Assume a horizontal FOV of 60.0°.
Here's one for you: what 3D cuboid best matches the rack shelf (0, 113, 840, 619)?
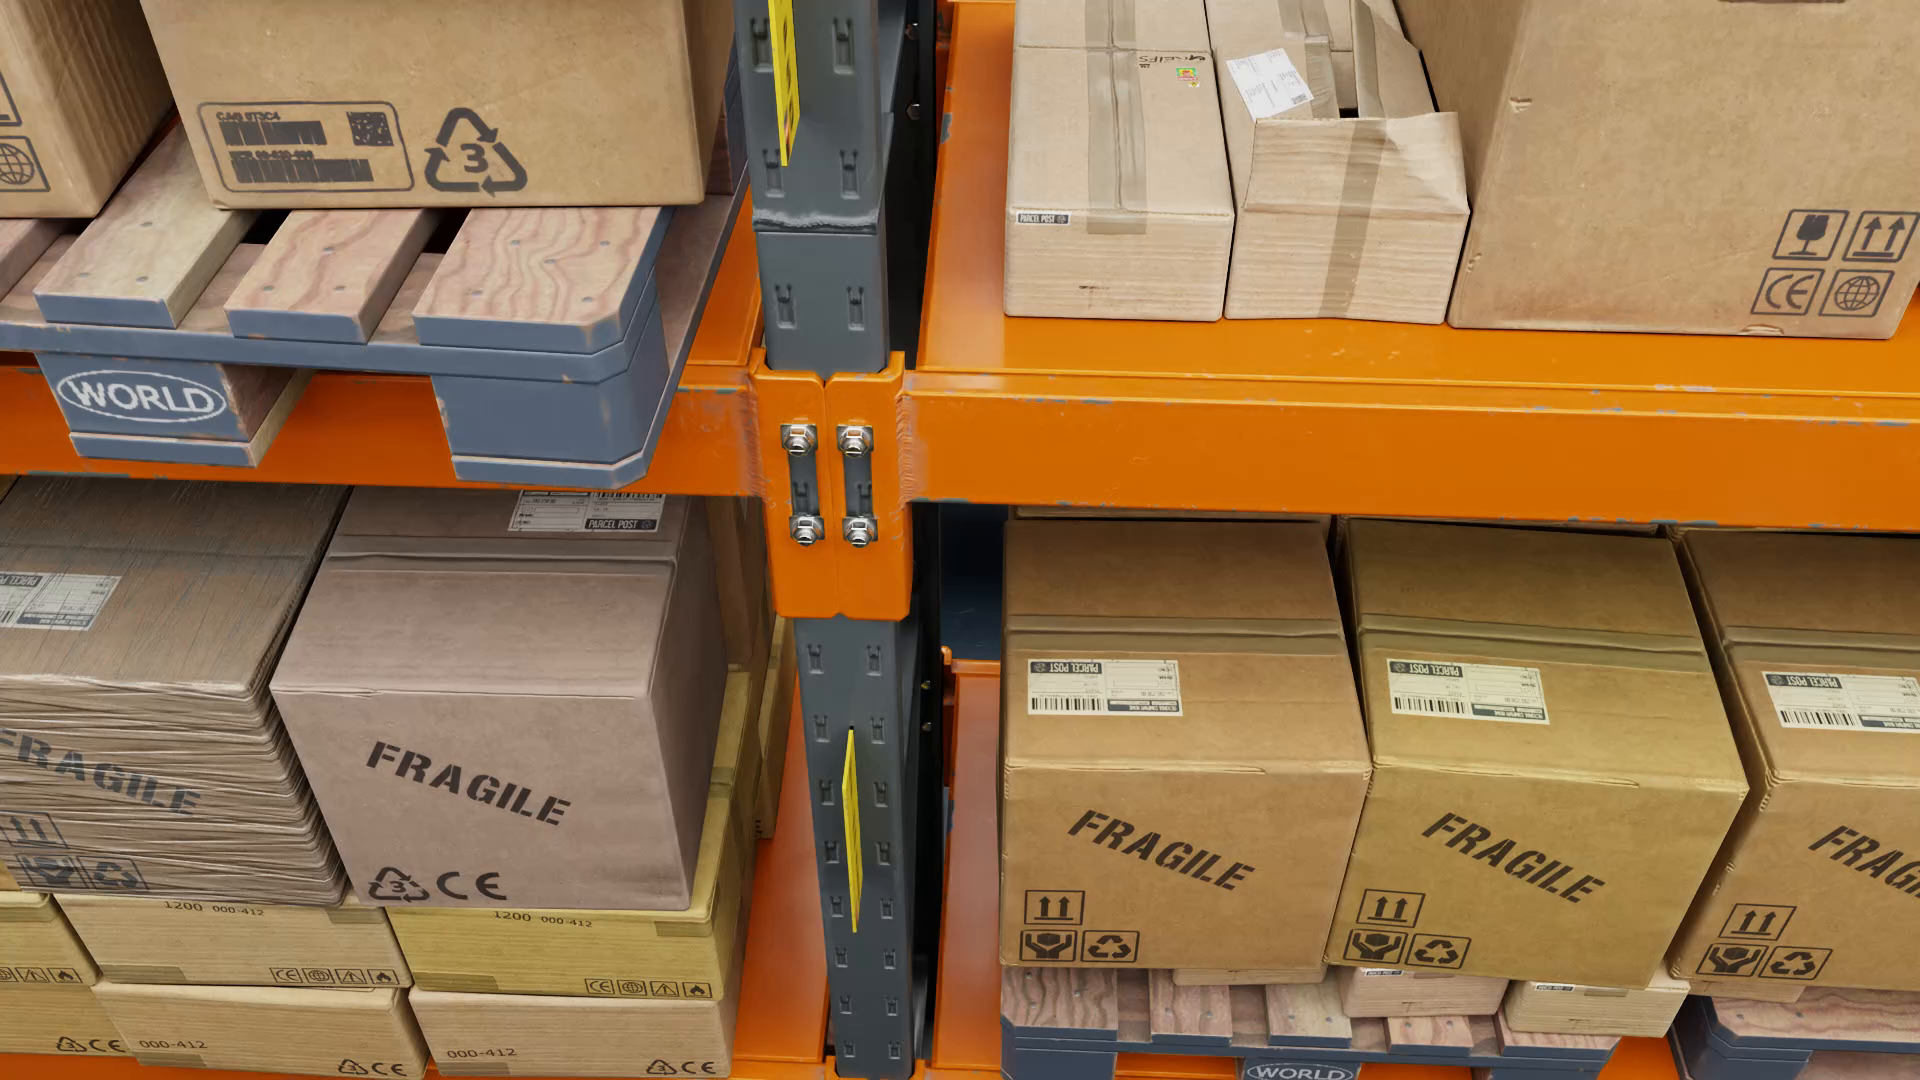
[{"bbox_3d":[-2.122,-0.449,2.358,4.000,0.370,1.077,2,43,2],"label":"rack shelf"}]

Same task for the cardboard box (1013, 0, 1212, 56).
[{"bbox_3d":[0.200,-0.692,2.276,0.250,0.149,0.380,2,43,2],"label":"cardboard box"}]

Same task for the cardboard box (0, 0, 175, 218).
[{"bbox_3d":[-1.122,-0.742,1.764,0.500,0.500,0.700,0,43,0],"label":"cardboard box"}]

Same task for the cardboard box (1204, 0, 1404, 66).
[{"bbox_3d":[0.449,-0.690,2.274,0.250,0.149,0.380,2,43,2],"label":"cardboard box"}]

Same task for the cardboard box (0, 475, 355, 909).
[{"bbox_3d":[-1.165,0.197,2.531,0.500,0.500,0.500,2,43,3],"label":"cardboard box"}]

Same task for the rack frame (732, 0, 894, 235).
[{"bbox_3d":[-0.124,-1.748,1.025,0.127,3.000,1.000,2,43,2],"label":"rack frame"}]

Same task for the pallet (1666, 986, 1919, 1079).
[{"bbox_3d":[1.855,0.550,3.100,1.213,0.211,1.003,2,43,2],"label":"pallet"}]

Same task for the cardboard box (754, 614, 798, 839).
[{"bbox_3d":[-0.602,0.316,3.321,0.500,0.250,0.500,1,43,1],"label":"cardboard box"}]

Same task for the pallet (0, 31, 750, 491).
[{"bbox_3d":[-0.770,-0.565,2.094,1.003,0.211,1.213,4,43,4],"label":"pallet"}]

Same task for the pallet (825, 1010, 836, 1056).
[{"bbox_3d":[-0.908,1.392,4.101,1.213,0.211,1.003,2,43,2],"label":"pallet"}]

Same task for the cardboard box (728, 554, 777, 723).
[{"bbox_3d":[-0.619,0.135,3.147,0.500,0.250,0.500,1,43,2],"label":"cardboard box"}]

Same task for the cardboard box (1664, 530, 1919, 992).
[{"bbox_3d":[1.367,0.342,2.582,0.500,0.500,0.500,2,43,3],"label":"cardboard box"}]

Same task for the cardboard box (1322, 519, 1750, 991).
[{"bbox_3d":[0.836,0.331,2.595,0.500,0.500,0.500,4,43,4],"label":"cardboard box"}]

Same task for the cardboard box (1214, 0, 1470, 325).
[{"bbox_3d":[0.438,-0.468,1.950,0.258,0.266,0.396,2,43,2],"label":"cardboard box"}]

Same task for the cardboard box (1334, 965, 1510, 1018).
[{"bbox_3d":[0.744,0.593,2.789,0.250,0.149,0.380,-1,43,-1],"label":"cardboard box"}]

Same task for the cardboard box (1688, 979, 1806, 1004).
[{"bbox_3d":[1.263,0.570,2.814,0.250,0.149,0.380,4,43,4],"label":"cardboard box"}]

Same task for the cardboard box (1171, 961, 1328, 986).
[{"bbox_3d":[0.473,0.553,2.832,0.250,0.149,0.380,-1,43,-1],"label":"cardboard box"}]

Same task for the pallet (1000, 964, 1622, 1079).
[{"bbox_3d":[0.593,0.467,3.189,1.003,0.211,1.213,2,43,2],"label":"pallet"}]

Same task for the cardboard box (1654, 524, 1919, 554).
[{"bbox_3d":[1.364,-0.004,2.954,0.500,0.500,0.500,-1,43,-1],"label":"cardboard box"}]

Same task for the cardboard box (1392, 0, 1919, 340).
[{"bbox_3d":[0.822,-0.651,1.974,0.500,0.500,0.700,2,43,2],"label":"cardboard box"}]

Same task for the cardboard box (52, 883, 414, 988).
[{"bbox_3d":[-1.132,0.464,2.795,0.500,0.250,0.500,1,43,1],"label":"cardboard box"}]

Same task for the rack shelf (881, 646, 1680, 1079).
[{"bbox_3d":[1.874,0.772,3.249,4.000,0.370,1.077,2,43,2],"label":"rack shelf"}]

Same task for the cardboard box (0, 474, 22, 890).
[{"bbox_3d":[-1.661,0.177,2.553,0.500,0.500,0.500,2,43,2],"label":"cardboard box"}]

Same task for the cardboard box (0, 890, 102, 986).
[{"bbox_3d":[-1.644,0.462,2.797,0.500,0.250,0.500,1,43,1],"label":"cardboard box"}]

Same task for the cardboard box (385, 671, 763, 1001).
[{"bbox_3d":[-0.619,0.477,2.780,0.500,0.250,0.500,2,43,2],"label":"cardboard box"}]

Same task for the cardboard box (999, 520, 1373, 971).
[{"bbox_3d":[0.315,0.319,2.607,0.500,0.500,0.500,1,43,1],"label":"cardboard box"}]

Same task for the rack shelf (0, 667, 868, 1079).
[{"bbox_3d":[-2.122,0.649,3.381,4.000,0.370,1.077,2,43,2],"label":"rack shelf"}]

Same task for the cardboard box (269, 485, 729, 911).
[{"bbox_3d":[-0.652,0.207,2.520,0.500,0.500,0.500,1,43,1],"label":"cardboard box"}]

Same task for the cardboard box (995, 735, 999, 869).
[{"bbox_3d":[0.192,0.522,2.865,0.250,0.149,0.380,-1,43,-1],"label":"cardboard box"}]

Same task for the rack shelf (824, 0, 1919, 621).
[{"bbox_3d":[1.874,-0.326,2.226,4.000,0.370,1.077,2,43,2],"label":"rack shelf"}]

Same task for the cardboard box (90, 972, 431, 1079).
[{"bbox_3d":[-1.152,0.658,2.953,0.500,0.250,0.500,2,43,3],"label":"cardboard box"}]

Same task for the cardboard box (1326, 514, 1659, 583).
[{"bbox_3d":[0.860,-0.019,2.970,0.500,0.500,0.500,1,43,1],"label":"cardboard box"}]

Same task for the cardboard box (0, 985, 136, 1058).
[{"bbox_3d":[-1.654,0.632,2.981,0.500,0.250,0.500,1,43,1],"label":"cardboard box"}]

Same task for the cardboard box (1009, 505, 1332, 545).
[{"bbox_3d":[0.343,-0.027,2.979,0.500,0.500,0.500,1,43,1],"label":"cardboard box"}]

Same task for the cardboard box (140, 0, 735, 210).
[{"bbox_3d":[-0.508,-0.751,1.771,0.637,0.503,0.797,-1,43,-1],"label":"cardboard box"}]

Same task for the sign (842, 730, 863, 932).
[{"bbox_3d":[-0.146,0.401,2.269,0.005,0.325,0.100,2,43,2],"label":"sign"}]

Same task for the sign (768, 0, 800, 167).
[{"bbox_3d":[-0.157,-0.491,1.438,0.005,0.325,0.100,2,43,2],"label":"sign"}]

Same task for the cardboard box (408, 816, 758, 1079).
[{"bbox_3d":[-0.641,0.663,2.948,0.500,0.250,0.500,0,43,0],"label":"cardboard box"}]

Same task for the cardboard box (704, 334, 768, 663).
[{"bbox_3d":[-0.606,-0.137,2.890,0.500,0.500,0.500,0,43,0],"label":"cardboard box"}]

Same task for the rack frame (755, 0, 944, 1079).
[{"bbox_3d":[-0.124,0.447,3.070,0.127,3.000,1.000,2,43,2],"label":"rack frame"}]

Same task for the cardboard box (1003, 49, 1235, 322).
[{"bbox_3d":[0.183,-0.433,1.998,0.250,0.149,0.380,2,43,2],"label":"cardboard box"}]

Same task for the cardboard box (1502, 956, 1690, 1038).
[{"bbox_3d":[1.018,0.616,2.765,0.250,0.149,0.380,2,43,2],"label":"cardboard box"}]
